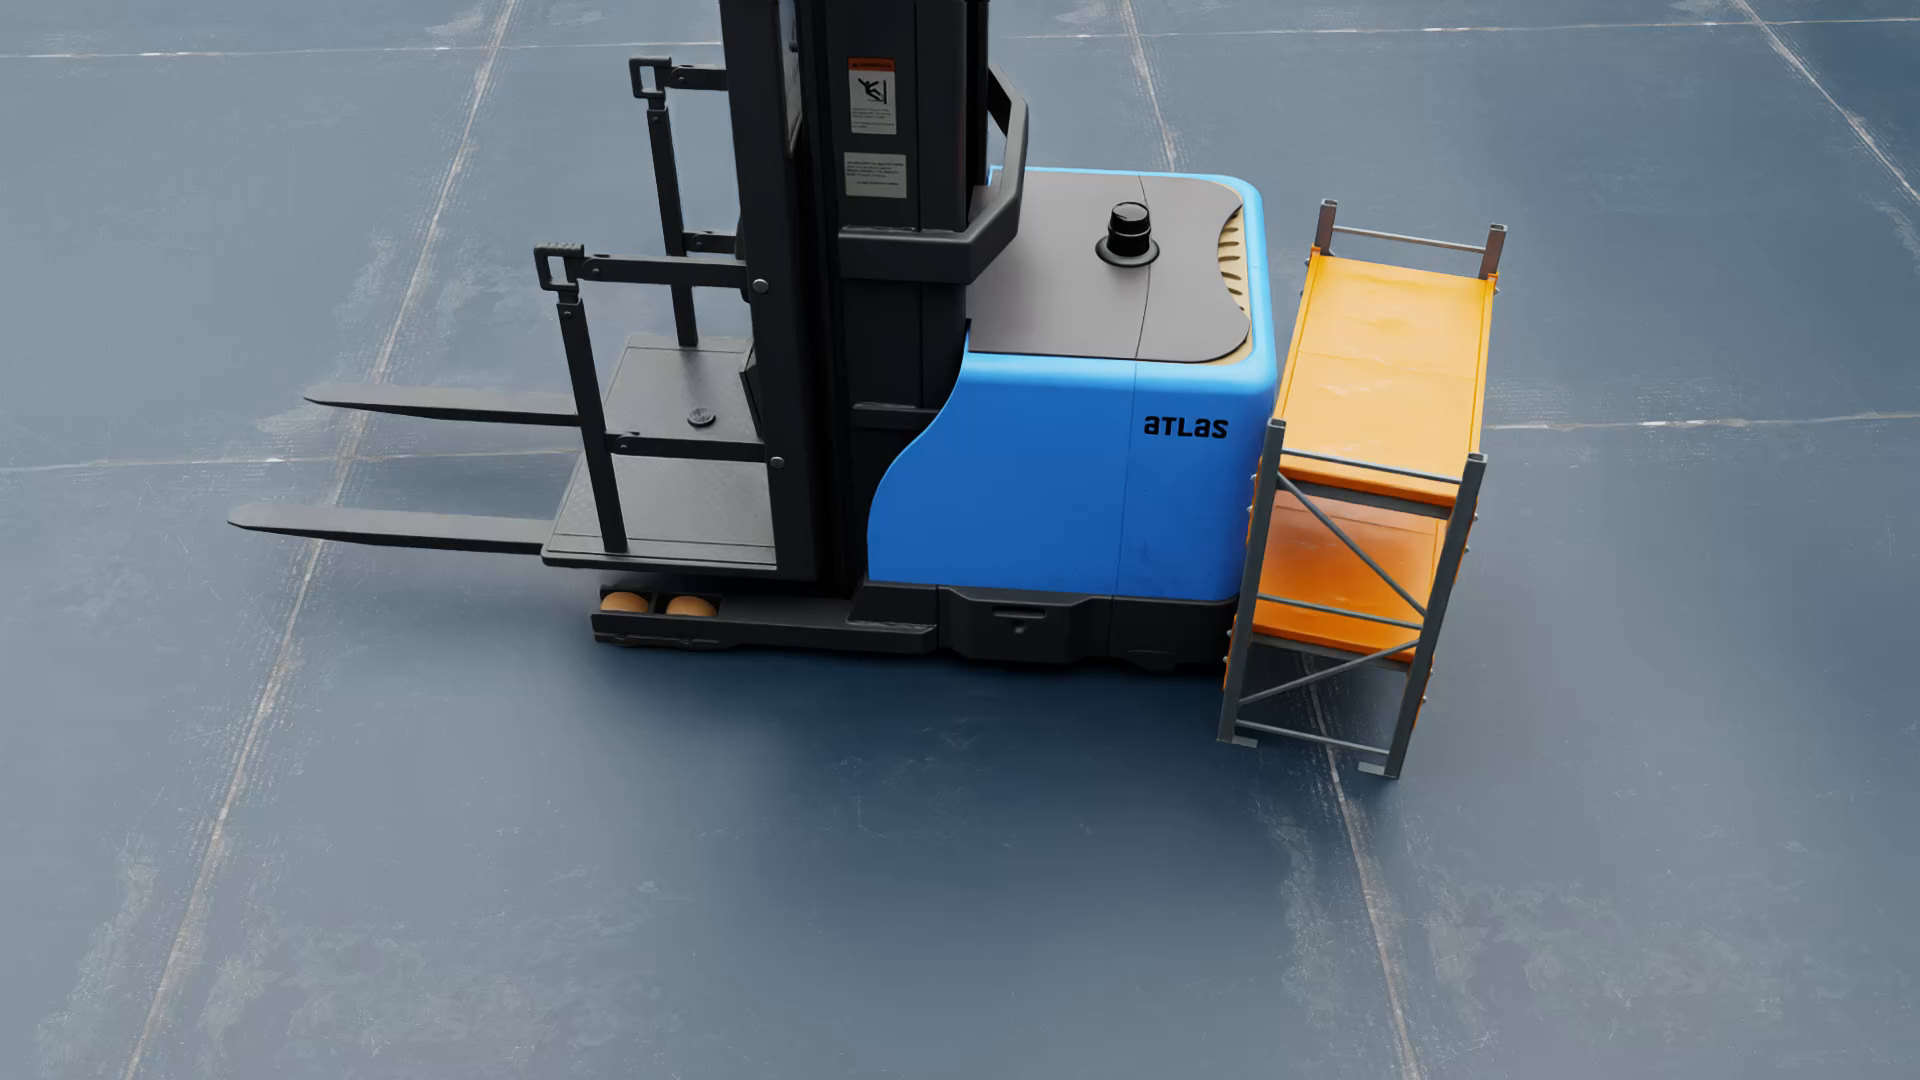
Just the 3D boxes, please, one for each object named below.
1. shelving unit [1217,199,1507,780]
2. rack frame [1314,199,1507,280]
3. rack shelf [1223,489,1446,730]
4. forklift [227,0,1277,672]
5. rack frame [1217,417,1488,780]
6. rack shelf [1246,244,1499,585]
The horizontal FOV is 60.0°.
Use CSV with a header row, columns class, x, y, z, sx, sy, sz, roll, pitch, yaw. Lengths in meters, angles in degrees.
class,x,y,z,sx,sy,sz,roll,pitch,yaw
shelving unit,1.102,-0.147,4.577,0.538,1.125,1.048,11,44,12
rack frame,1.243,-0.477,4.937,0.500,1.125,0.032,11,44,12
rack shelf,1.102,0.034,4.743,0.538,0.278,1.000,11,44,12
forklift,-0.663,-1.108,4.289,3.031,2.935,1.130,3,43,4
rack frame,0.960,0.183,4.217,0.500,1.125,0.032,11,44,12
rack shelf,1.102,-0.362,4.380,0.538,0.278,1.000,11,44,12
